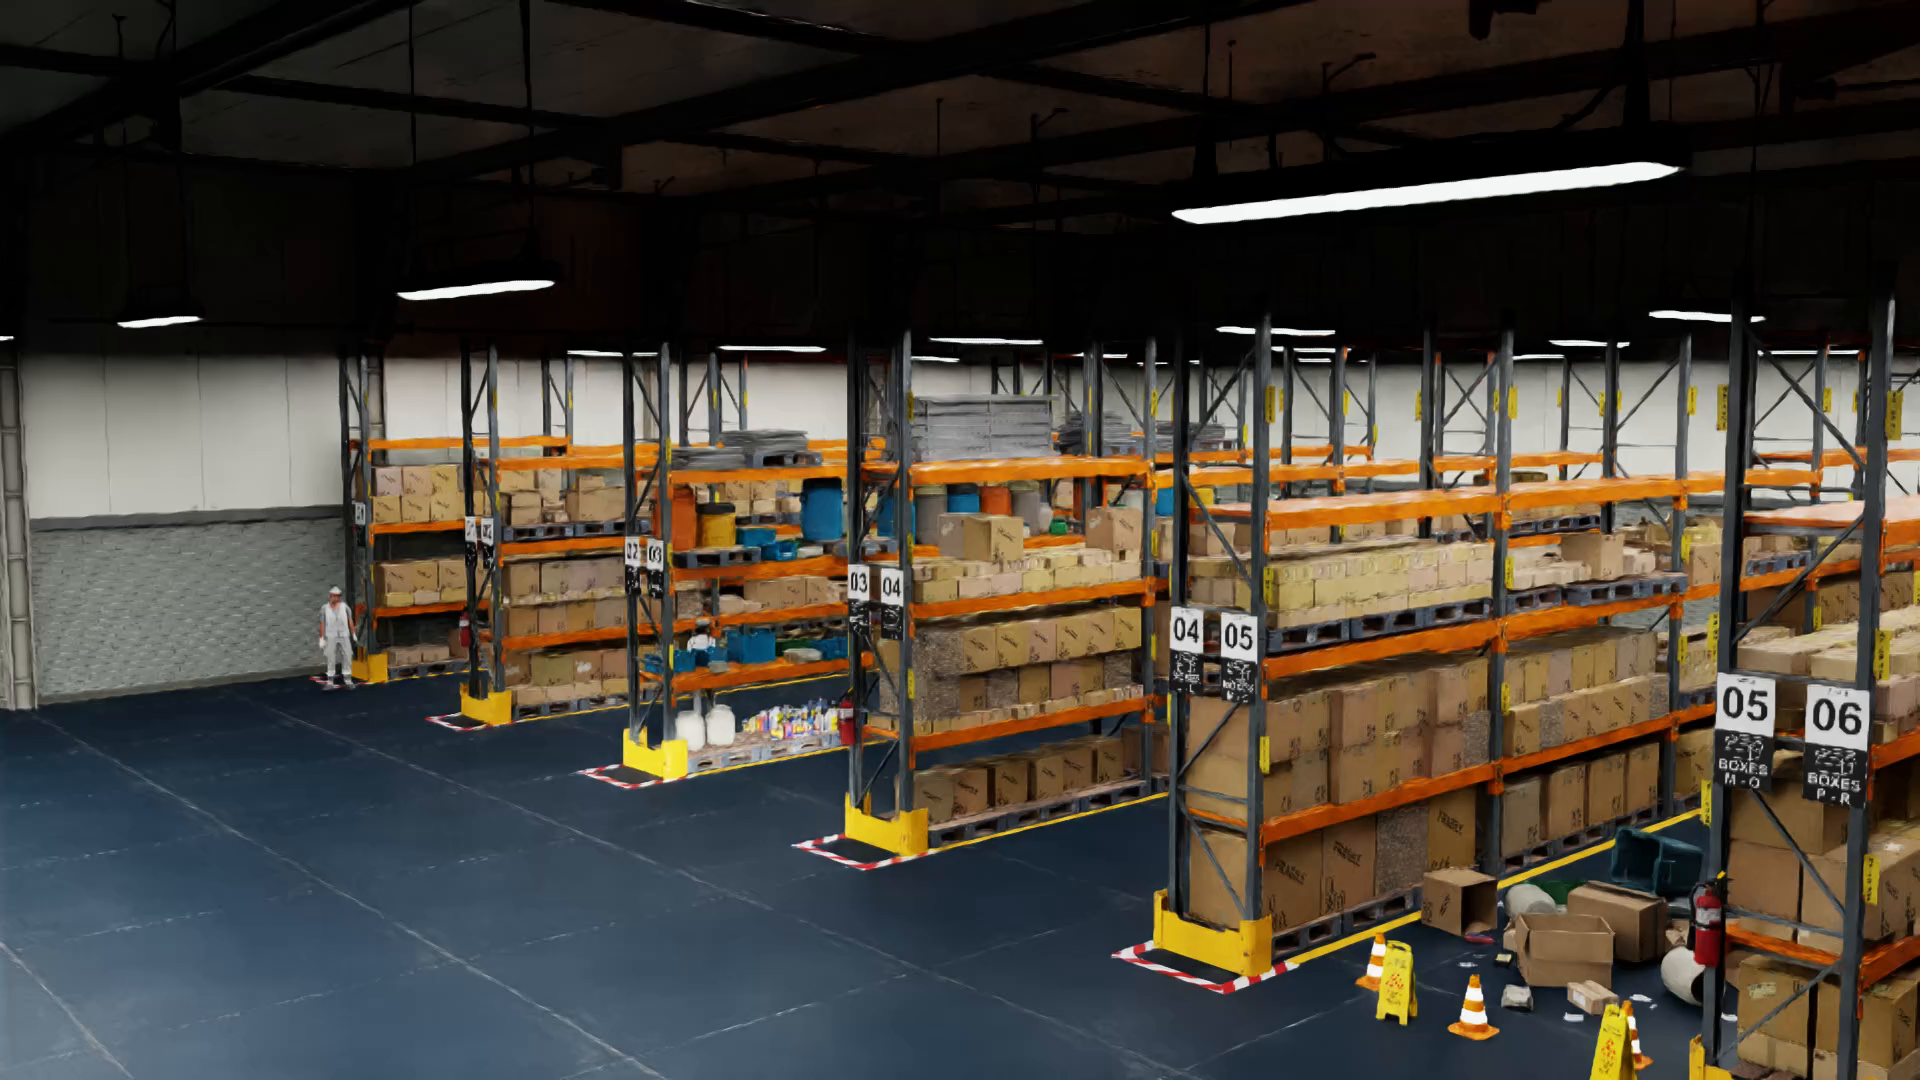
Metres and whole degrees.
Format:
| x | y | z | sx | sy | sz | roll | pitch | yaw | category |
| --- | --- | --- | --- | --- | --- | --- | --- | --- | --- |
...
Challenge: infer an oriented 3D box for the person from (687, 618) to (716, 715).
| x | y | z | sx | sy | sz | roll | pitch | yaw | category |
| --- | --- | --- | --- | --- | --- | --- | --- | --- | --- |
| -3.937 | 2.037 | 25.521 | 0.572 | 1.663 | 0.539 | -1 | 5 | -14 | person |

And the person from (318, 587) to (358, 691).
| x | y | z | sx | sy | sz | roll | pitch | yaw | category |
| --- | --- | --- | --- | --- | --- | --- | --- | --- | --- |
| -10.685 | 1.693 | 28.567 | 0.645 | 1.792 | 0.399 | -3 | 6 | -26 | person |
